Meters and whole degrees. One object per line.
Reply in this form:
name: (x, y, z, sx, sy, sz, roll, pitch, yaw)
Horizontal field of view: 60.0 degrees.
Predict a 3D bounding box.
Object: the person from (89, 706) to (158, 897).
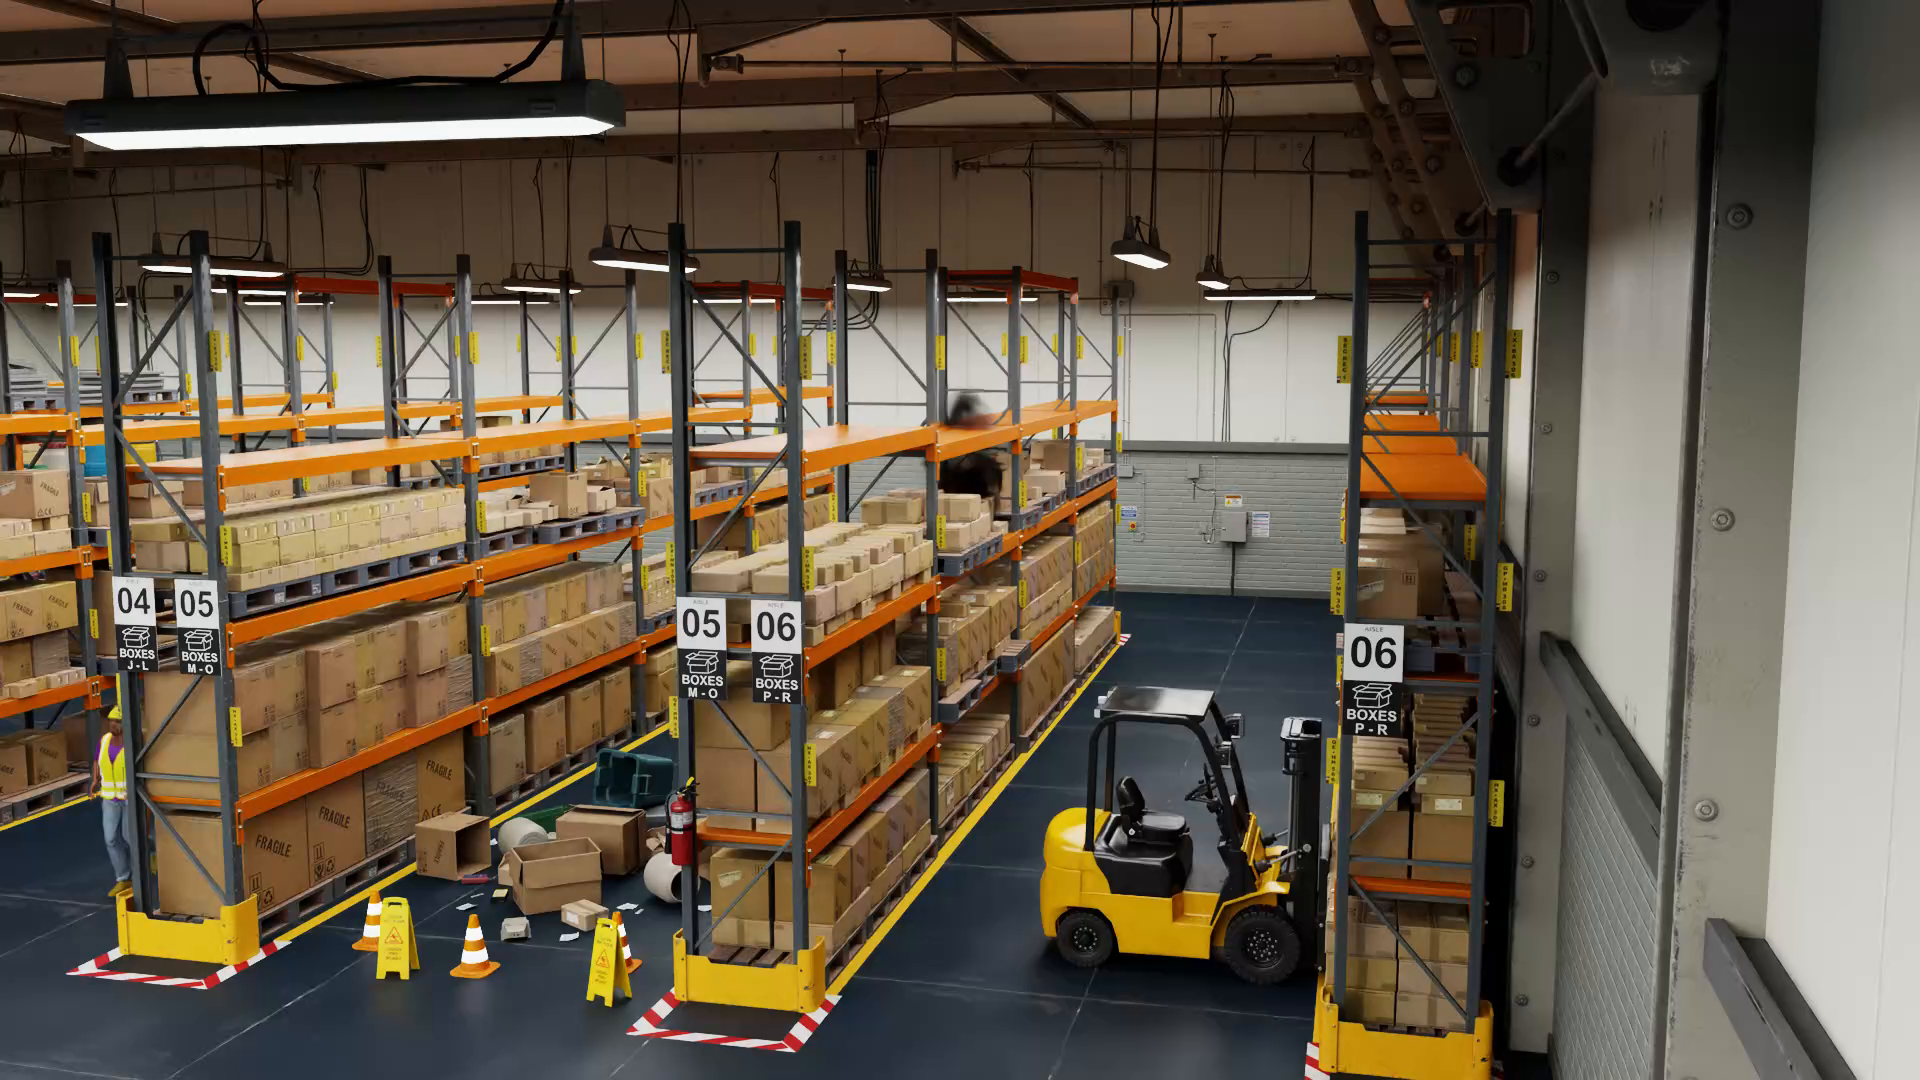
person: (-7.833, 2.406, 15.629, 0.708, 1.746, 0.714, 1, 7, 4)
